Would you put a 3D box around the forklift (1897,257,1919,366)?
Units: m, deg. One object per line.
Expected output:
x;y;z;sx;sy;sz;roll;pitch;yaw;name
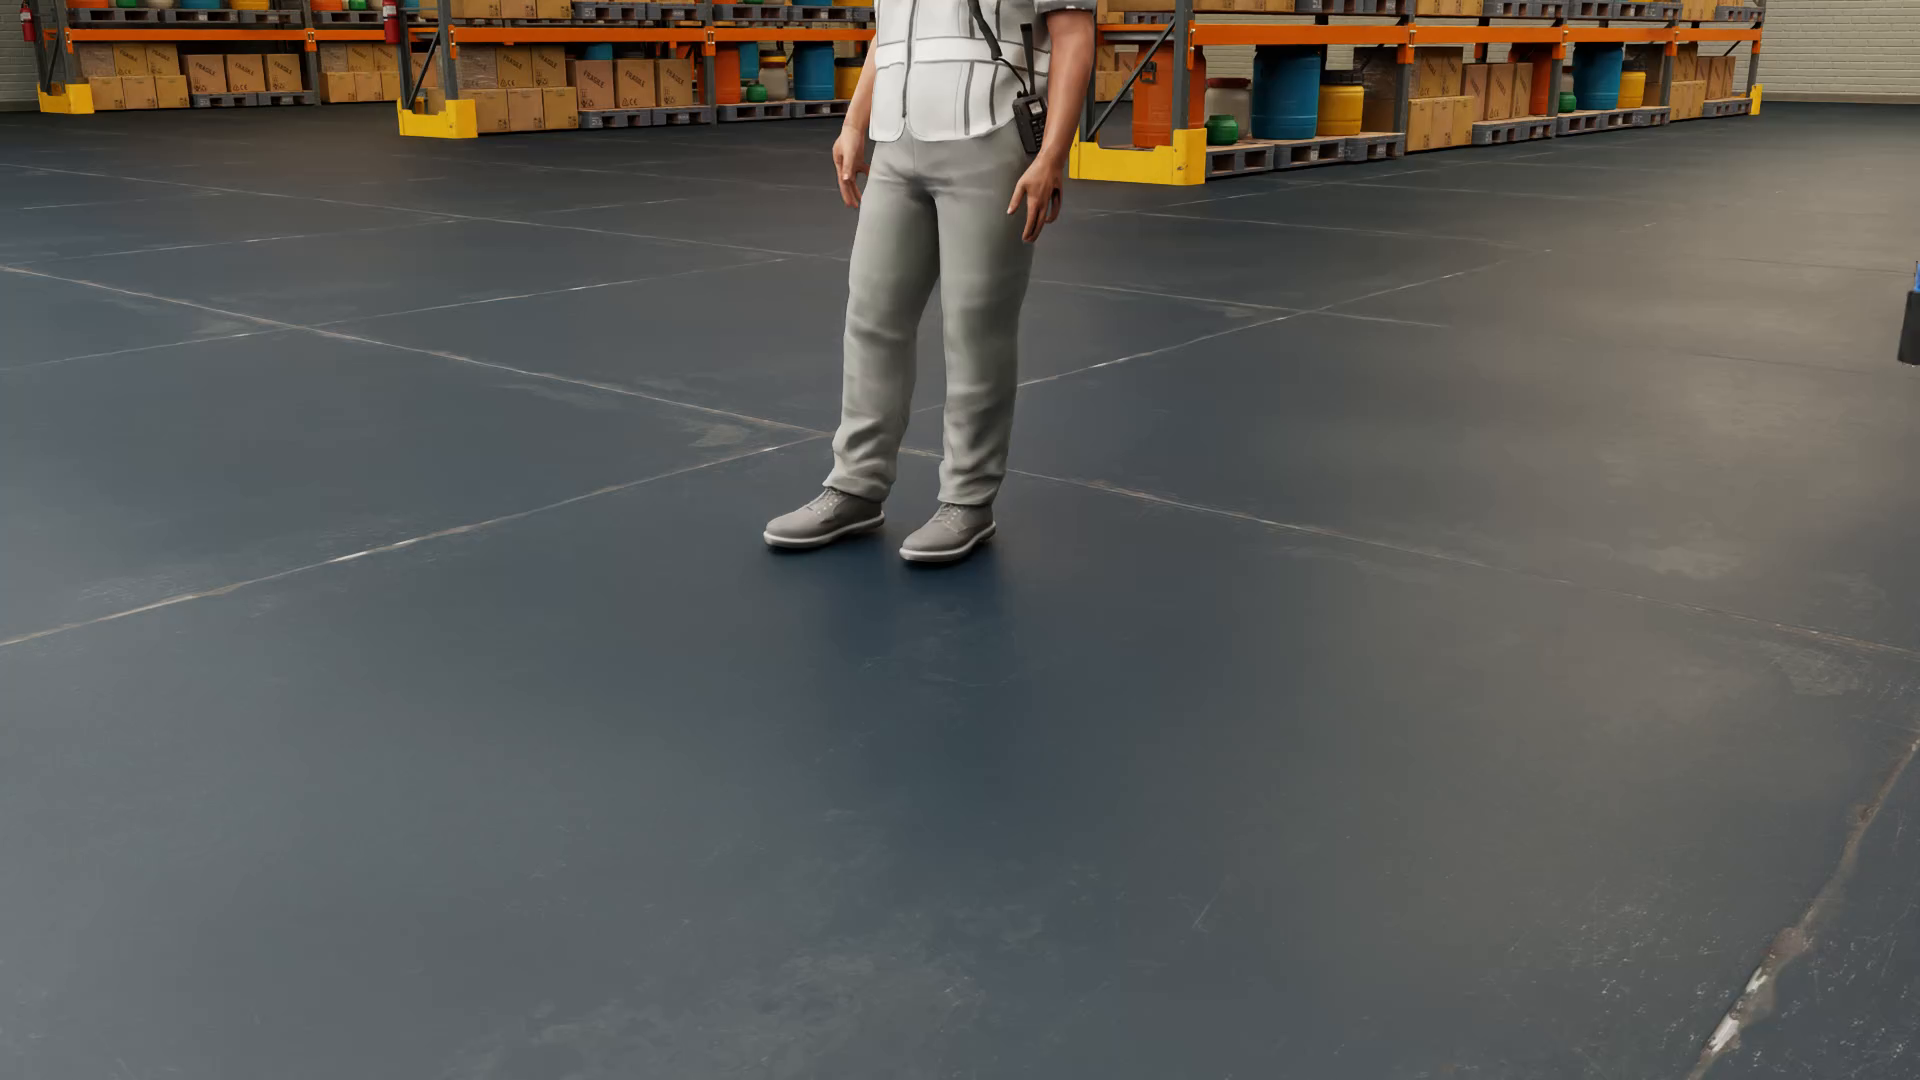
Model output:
4.802;-1.978;5.412;3.031;2.935;1.130;-6;18;-20;forklift

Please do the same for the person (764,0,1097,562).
-0.059;-0.845;3.630;0.641;1.780;0.574;13;21;37;person
